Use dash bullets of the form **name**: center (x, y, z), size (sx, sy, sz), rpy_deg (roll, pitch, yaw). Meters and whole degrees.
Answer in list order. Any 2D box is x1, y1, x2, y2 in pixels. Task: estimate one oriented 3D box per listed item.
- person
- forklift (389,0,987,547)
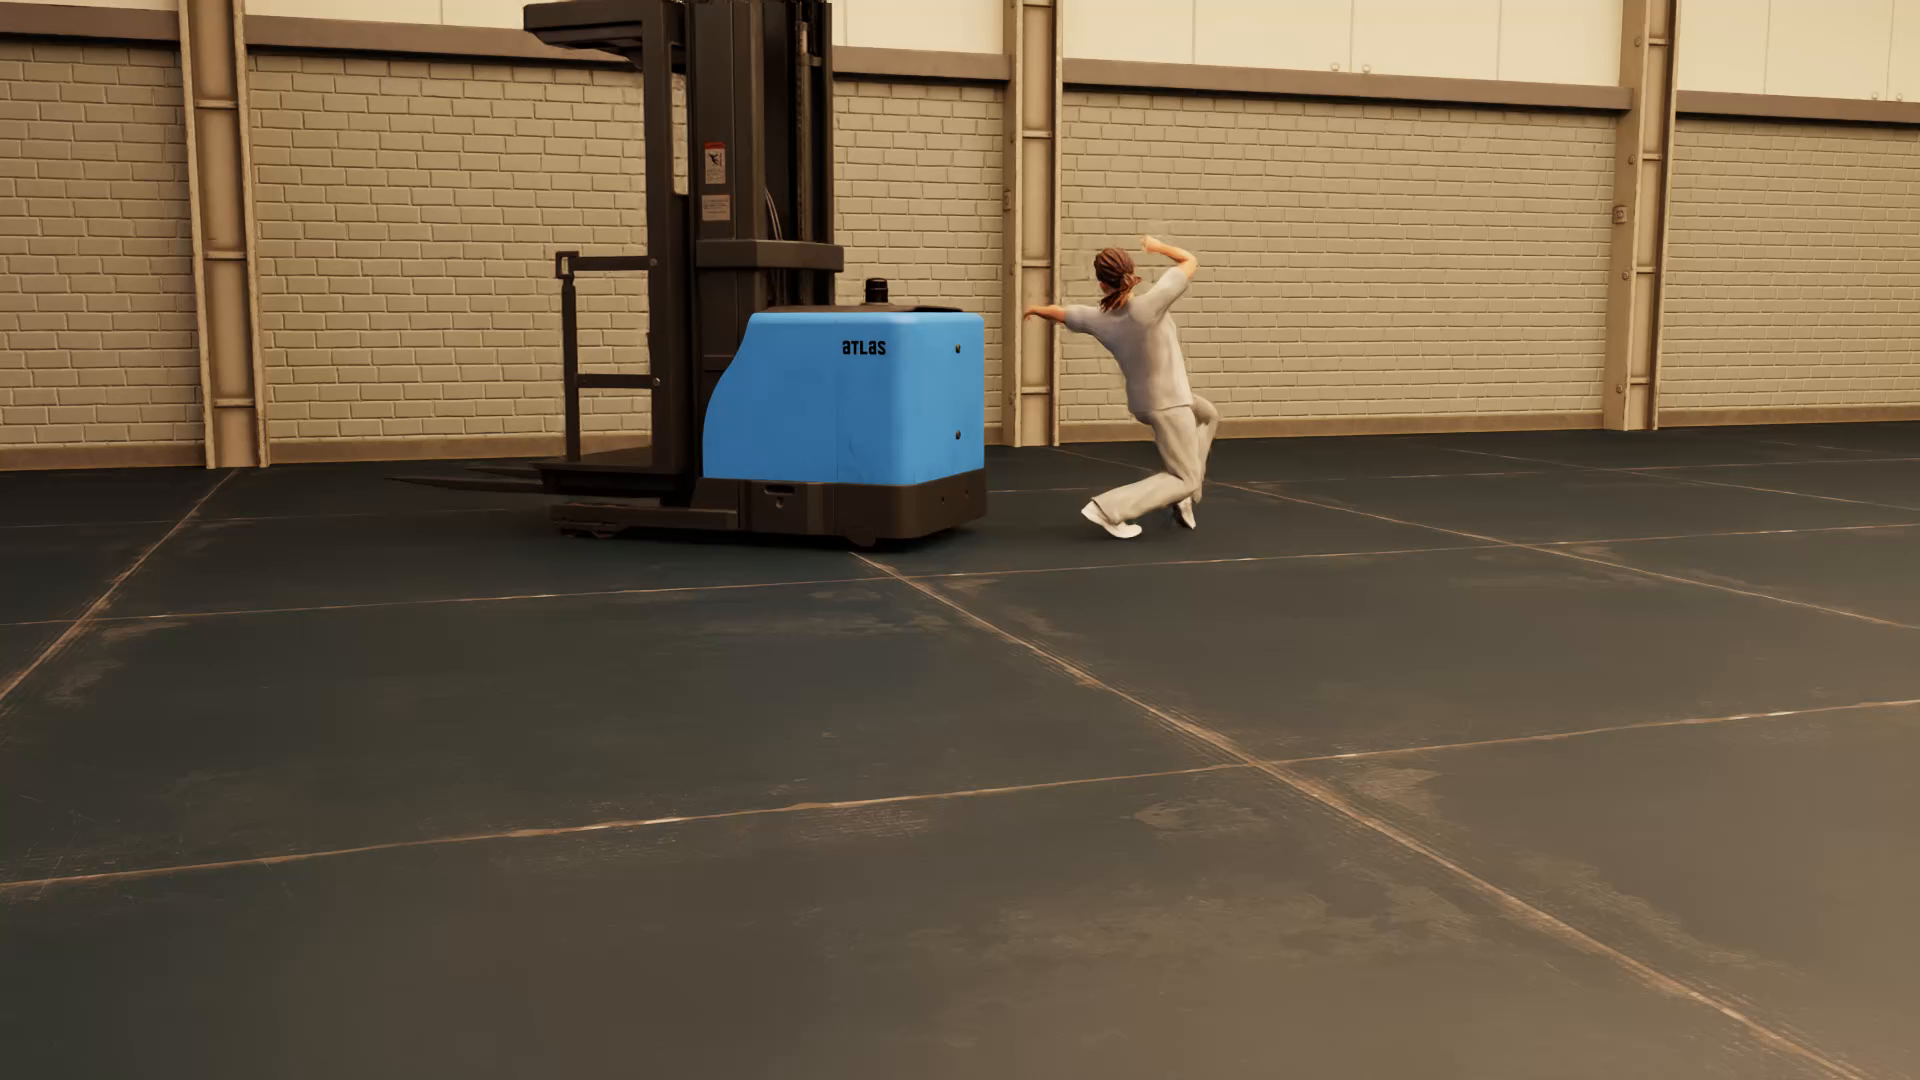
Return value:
- **person**: center (0.846, -0.767, 8.264), size (0.843, 1.466, 0.983), rpy_deg (-5, 9, -30)
- **forklift**: center (-1.435, -1.521, 8.229), size (3.031, 2.935, 1.130), rpy_deg (3, 8, 21)
